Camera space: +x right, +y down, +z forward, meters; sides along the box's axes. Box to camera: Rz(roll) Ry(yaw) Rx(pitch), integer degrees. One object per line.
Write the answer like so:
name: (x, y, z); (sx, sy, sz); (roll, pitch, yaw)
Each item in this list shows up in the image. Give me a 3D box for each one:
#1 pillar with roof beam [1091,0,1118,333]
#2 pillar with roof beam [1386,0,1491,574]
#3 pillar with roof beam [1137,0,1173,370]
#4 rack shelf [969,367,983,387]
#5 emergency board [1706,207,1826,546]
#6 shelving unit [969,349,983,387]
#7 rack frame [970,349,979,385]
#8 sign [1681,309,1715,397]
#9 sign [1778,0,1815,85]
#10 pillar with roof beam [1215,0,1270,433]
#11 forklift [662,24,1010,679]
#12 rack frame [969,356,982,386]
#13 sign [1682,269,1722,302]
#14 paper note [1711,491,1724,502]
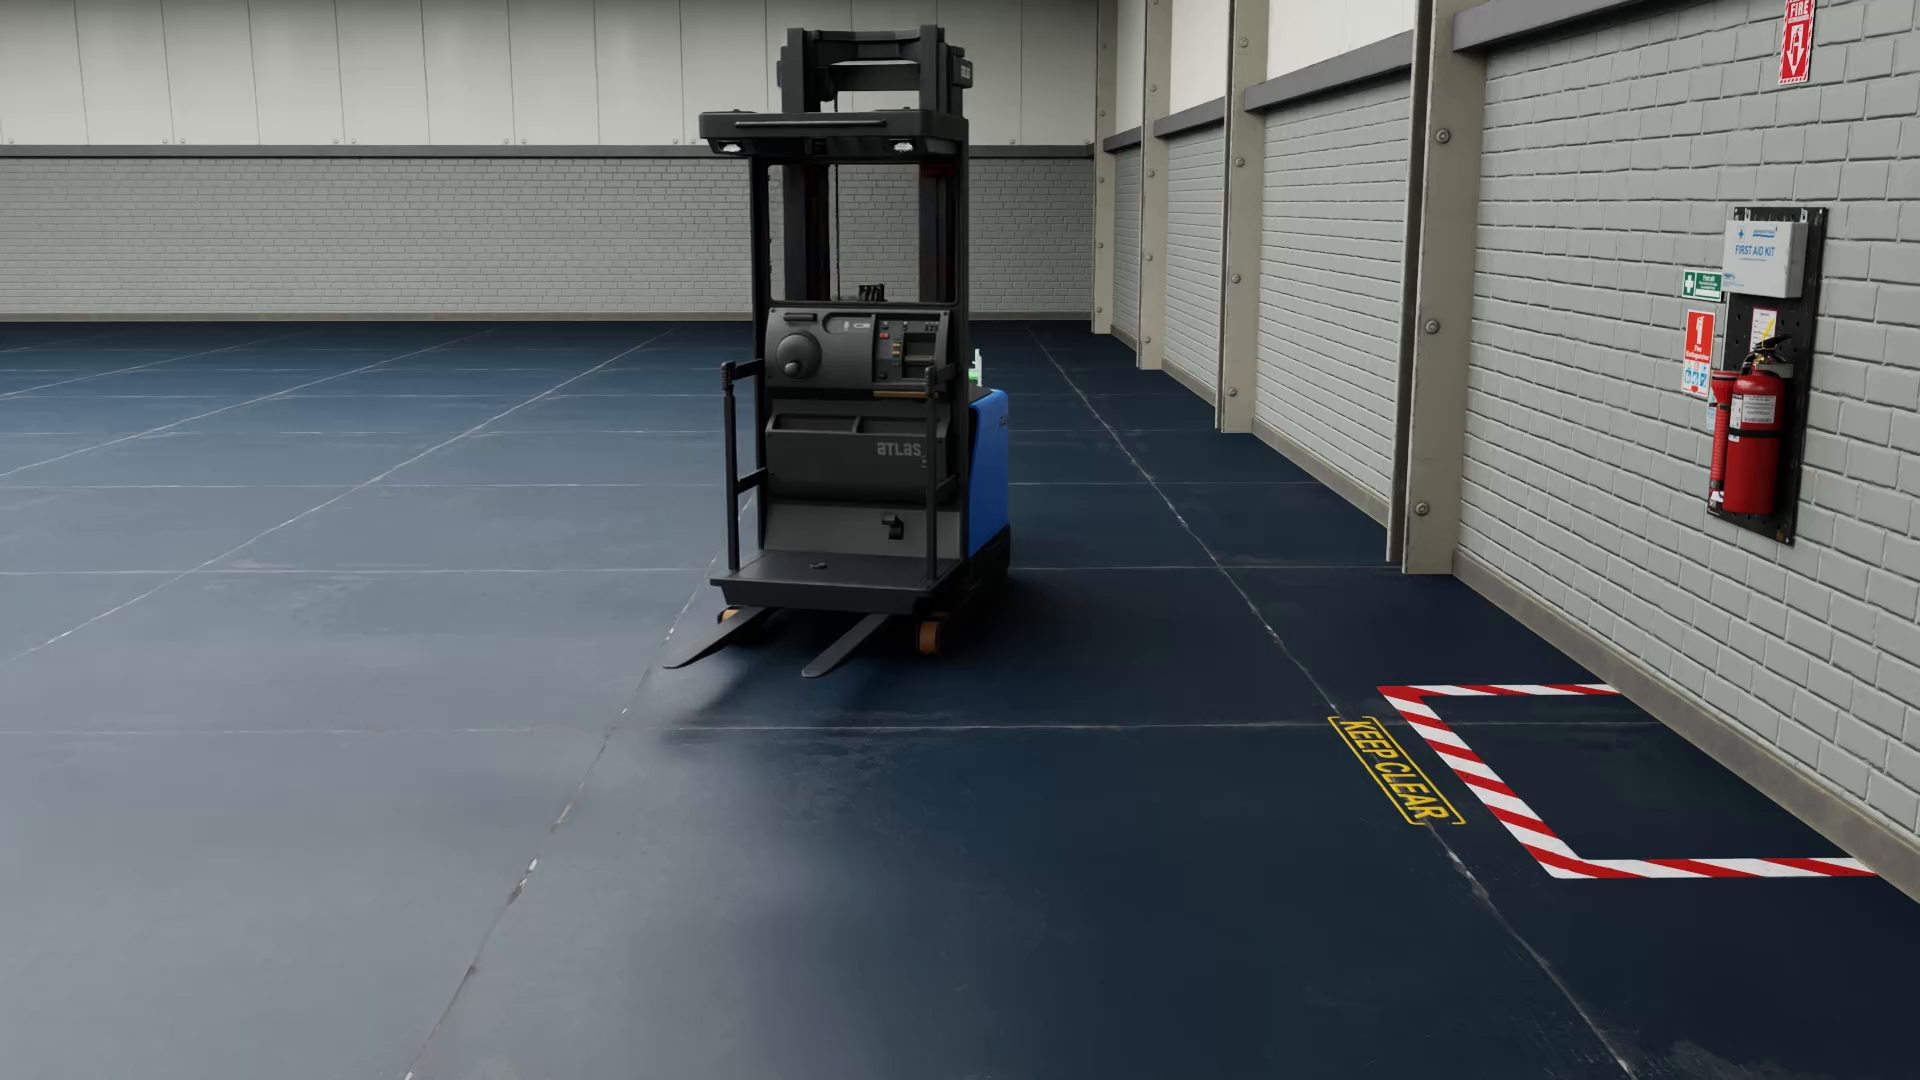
pillar with roof beam: (-1.962, -7.814, 26.443); (9.100, 9.000, 0.400); (0, 11, -1)
pillar with roof beam: (-1.590, -4.236, 8.806); (9.100, 9.000, 0.400); (0, 11, -1)
pillar with roof beam: (-1.838, -6.621, 20.564); (9.100, 9.000, 0.400); (0, 11, -1)
rack shelf: (0.003, -0.963, 10.195); (0.258, 0.148, 0.480); (0, 11, -1)
emergency board: (2.825, -0.612, 6.033); (0.194, 1.169, 0.643); (0, 11, -1)
shelving unit: (0.003, -0.555, 10.278); (0.258, 1.200, 0.503); (0, 11, -1)
rack frame: (-0.002, -0.604, 10.517); (0.240, 1.200, 0.015); (0, 11, -1)
sign: (2.916, -0.740, 6.573); (0.001, 0.329, 0.234); (0, 11, -1)
sign: (2.924, -1.750, 5.812); (0.001, 0.298, 0.199); (0, 11, -1)
pillar with roof beam: (-1.714, -5.429, 14.685); (9.100, 9.000, 0.400); (0, 11, -1)
forklift: (-0.554, -0.973, 7.982); (1.130, 2.935, 3.031); (3, 12, 13)
rack frame: (0.008, -0.507, 10.039); (0.240, 1.200, 0.015); (0, 11, -1)
sign: (2.908, -0.999, 6.516); (0.001, 0.109, 0.331); (0, 11, -1)
paper note: (2.890, -0.216, 6.295); (0.016, 0.148, 0.142); (0, 11, -1)
